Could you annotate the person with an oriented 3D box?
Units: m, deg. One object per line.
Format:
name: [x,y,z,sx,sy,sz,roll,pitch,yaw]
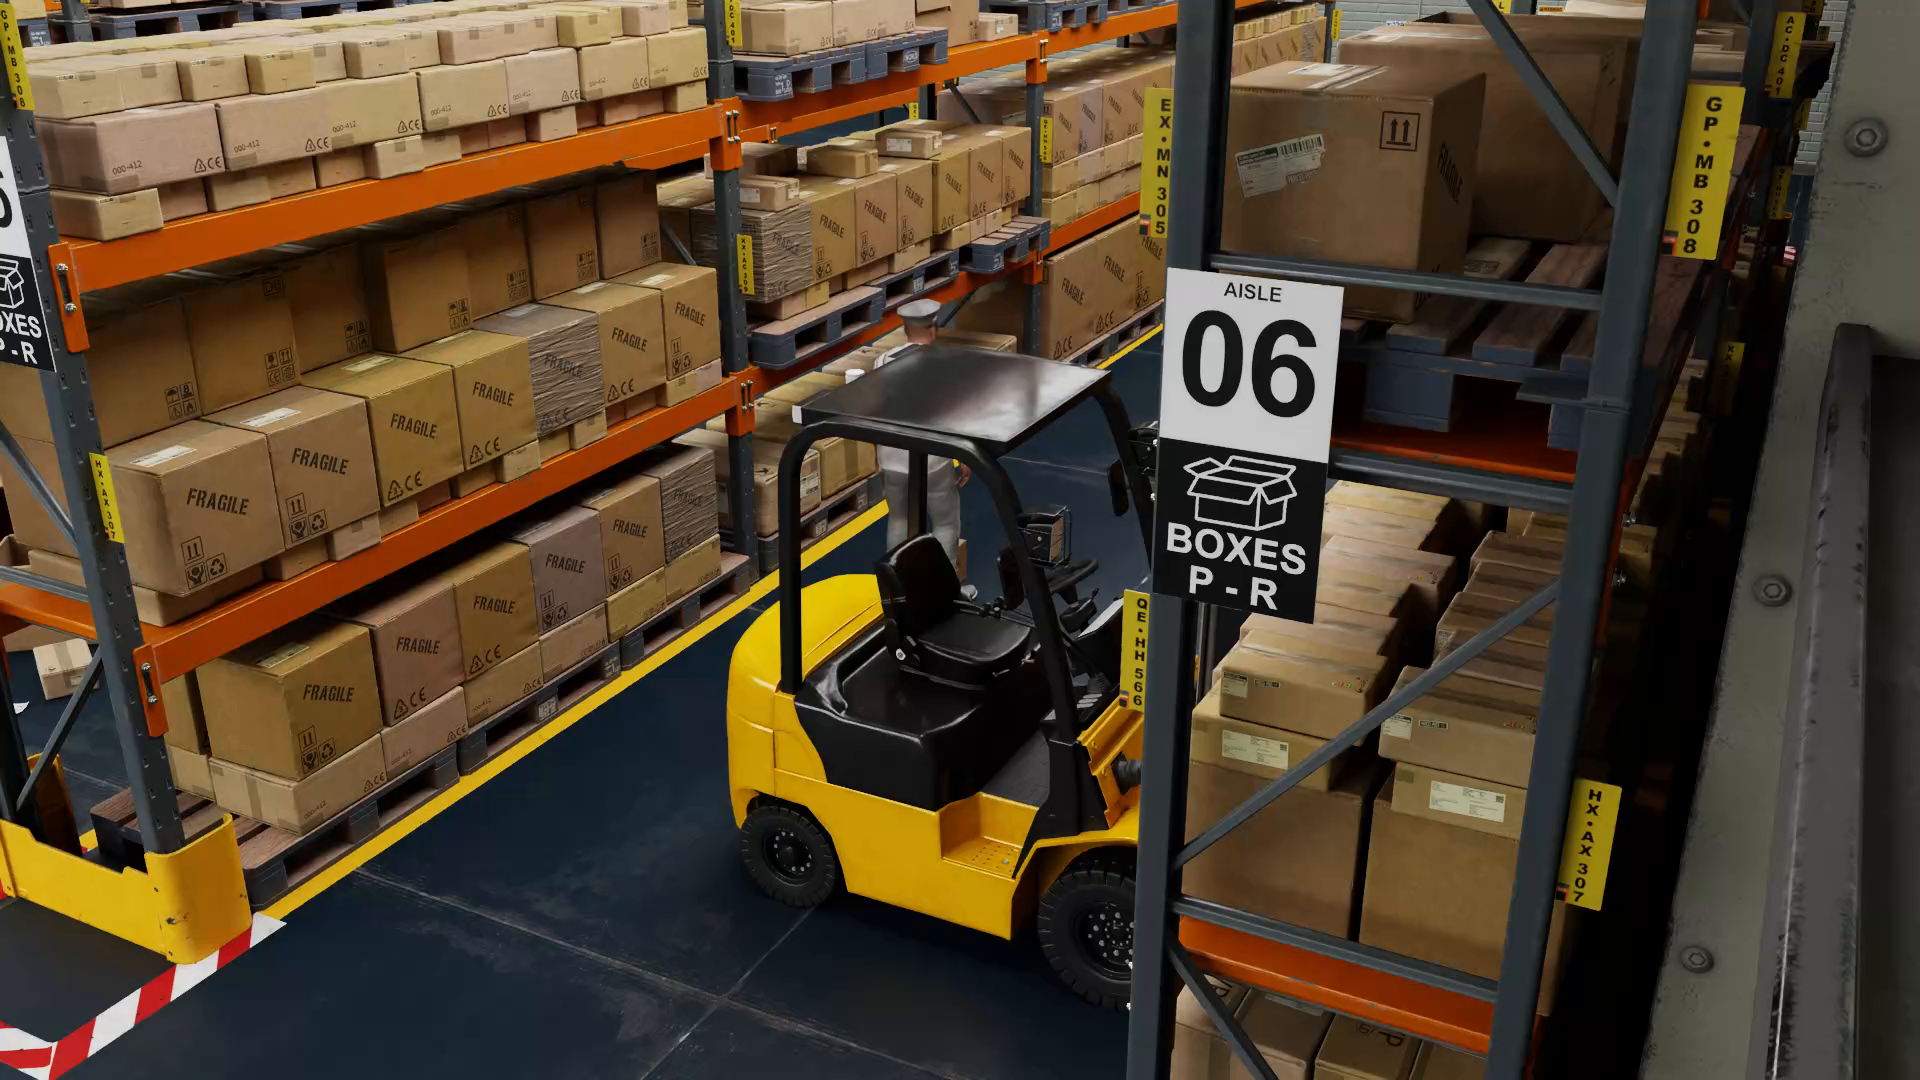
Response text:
person: [-0.234,-0.460,9.371,0.595,1.748,0.434,10,25,23]
